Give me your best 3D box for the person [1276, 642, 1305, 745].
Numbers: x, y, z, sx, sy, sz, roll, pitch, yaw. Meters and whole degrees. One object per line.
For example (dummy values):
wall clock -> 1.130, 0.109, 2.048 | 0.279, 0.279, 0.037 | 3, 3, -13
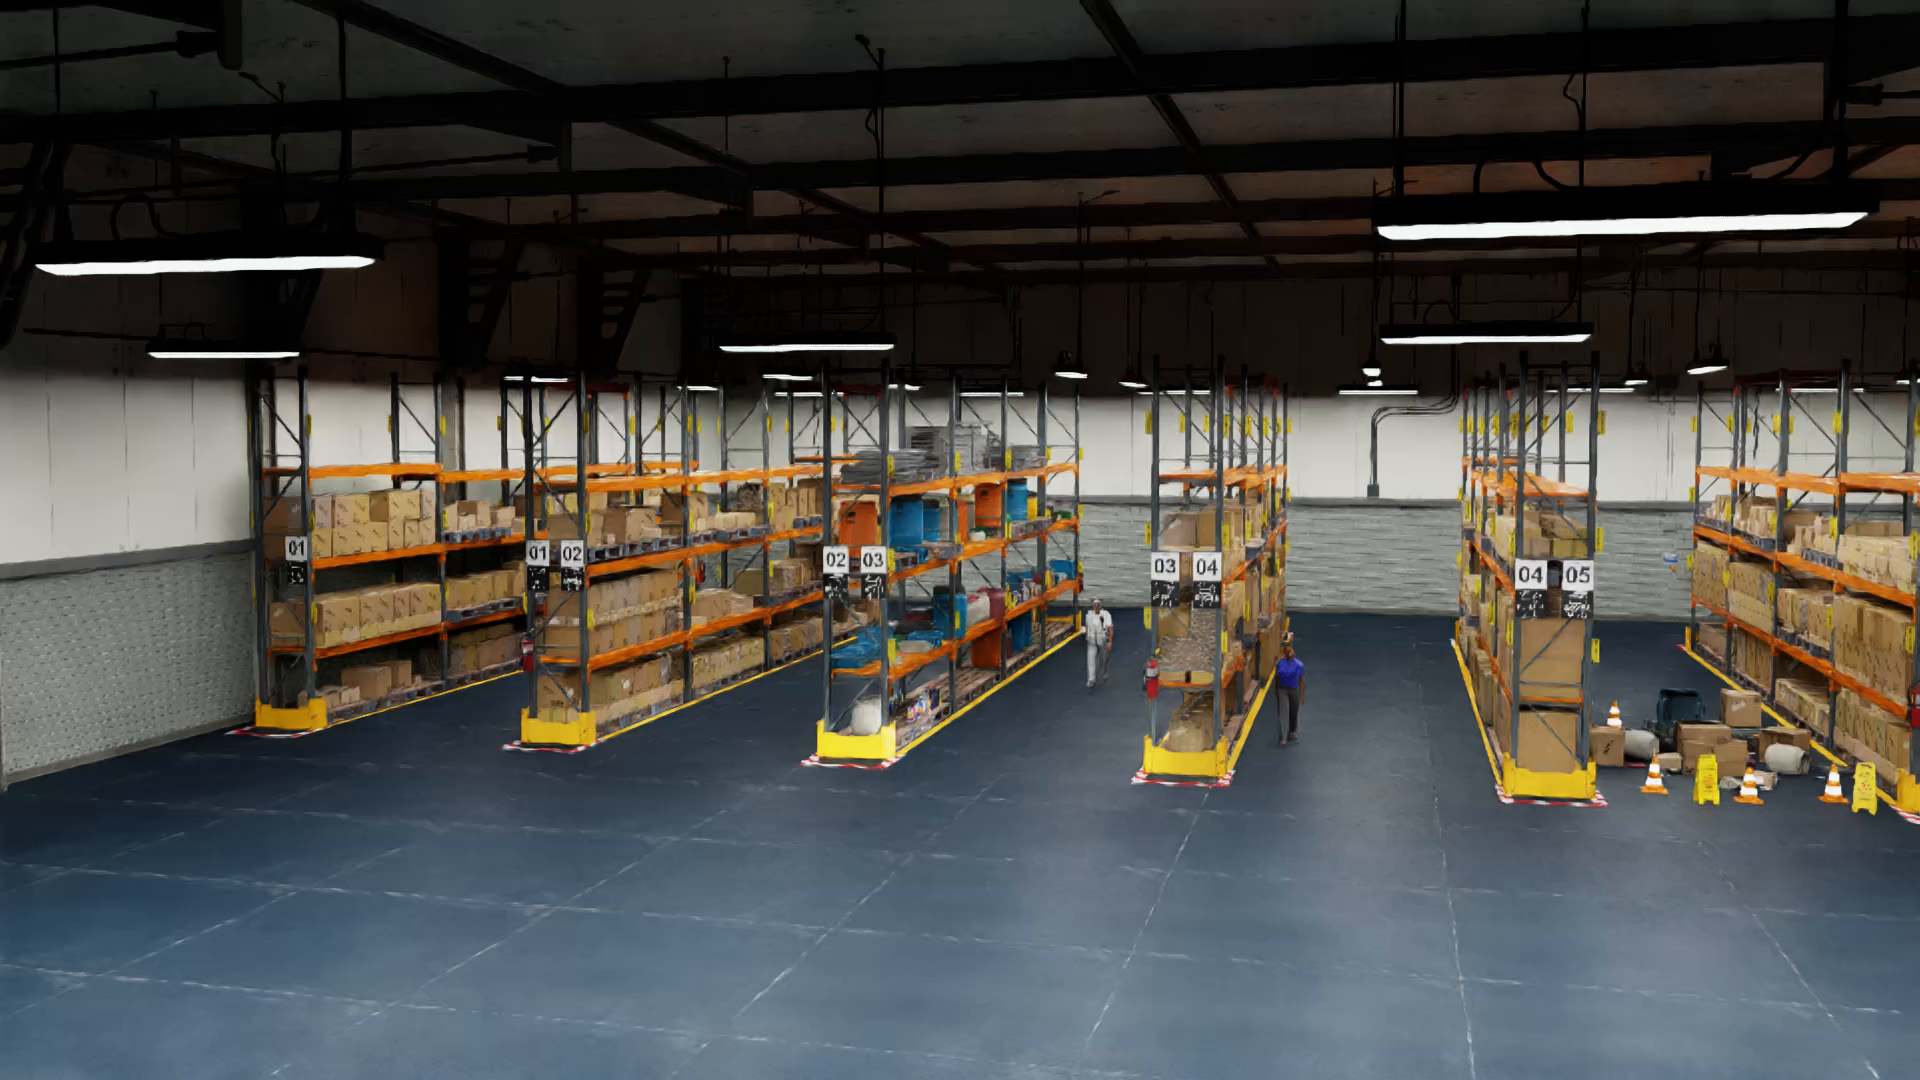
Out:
person -> 5.188, 2.399, 26.121 | 0.463, 1.568, 0.998 | 1, 4, 13

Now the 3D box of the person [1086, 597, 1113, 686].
person -> 2.671, 1.935, 31.997 | 0.556, 1.712, 1.019 | 1, 4, 13
